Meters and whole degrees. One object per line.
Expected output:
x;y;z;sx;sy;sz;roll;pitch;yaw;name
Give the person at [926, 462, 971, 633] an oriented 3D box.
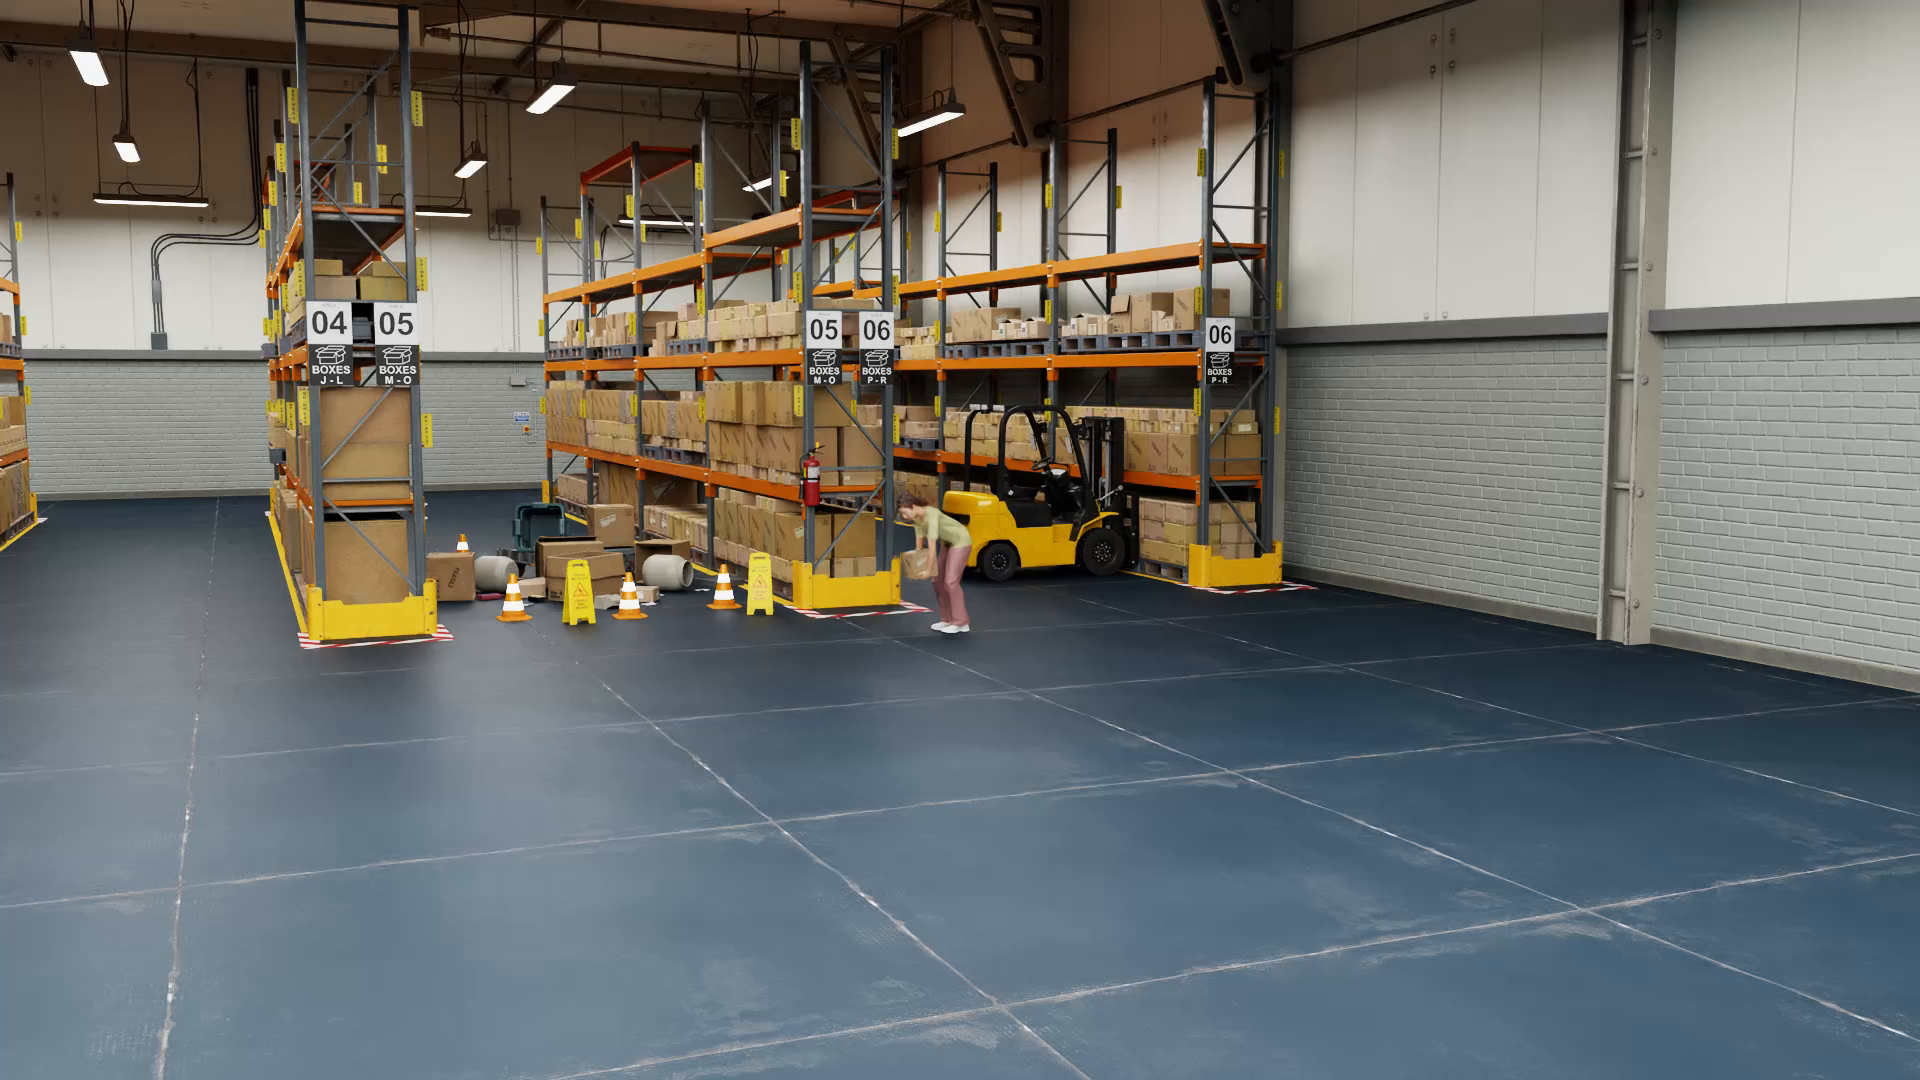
-0.152;0.075;16.265;0.509;1.666;0.408;-3;6;-25;person
